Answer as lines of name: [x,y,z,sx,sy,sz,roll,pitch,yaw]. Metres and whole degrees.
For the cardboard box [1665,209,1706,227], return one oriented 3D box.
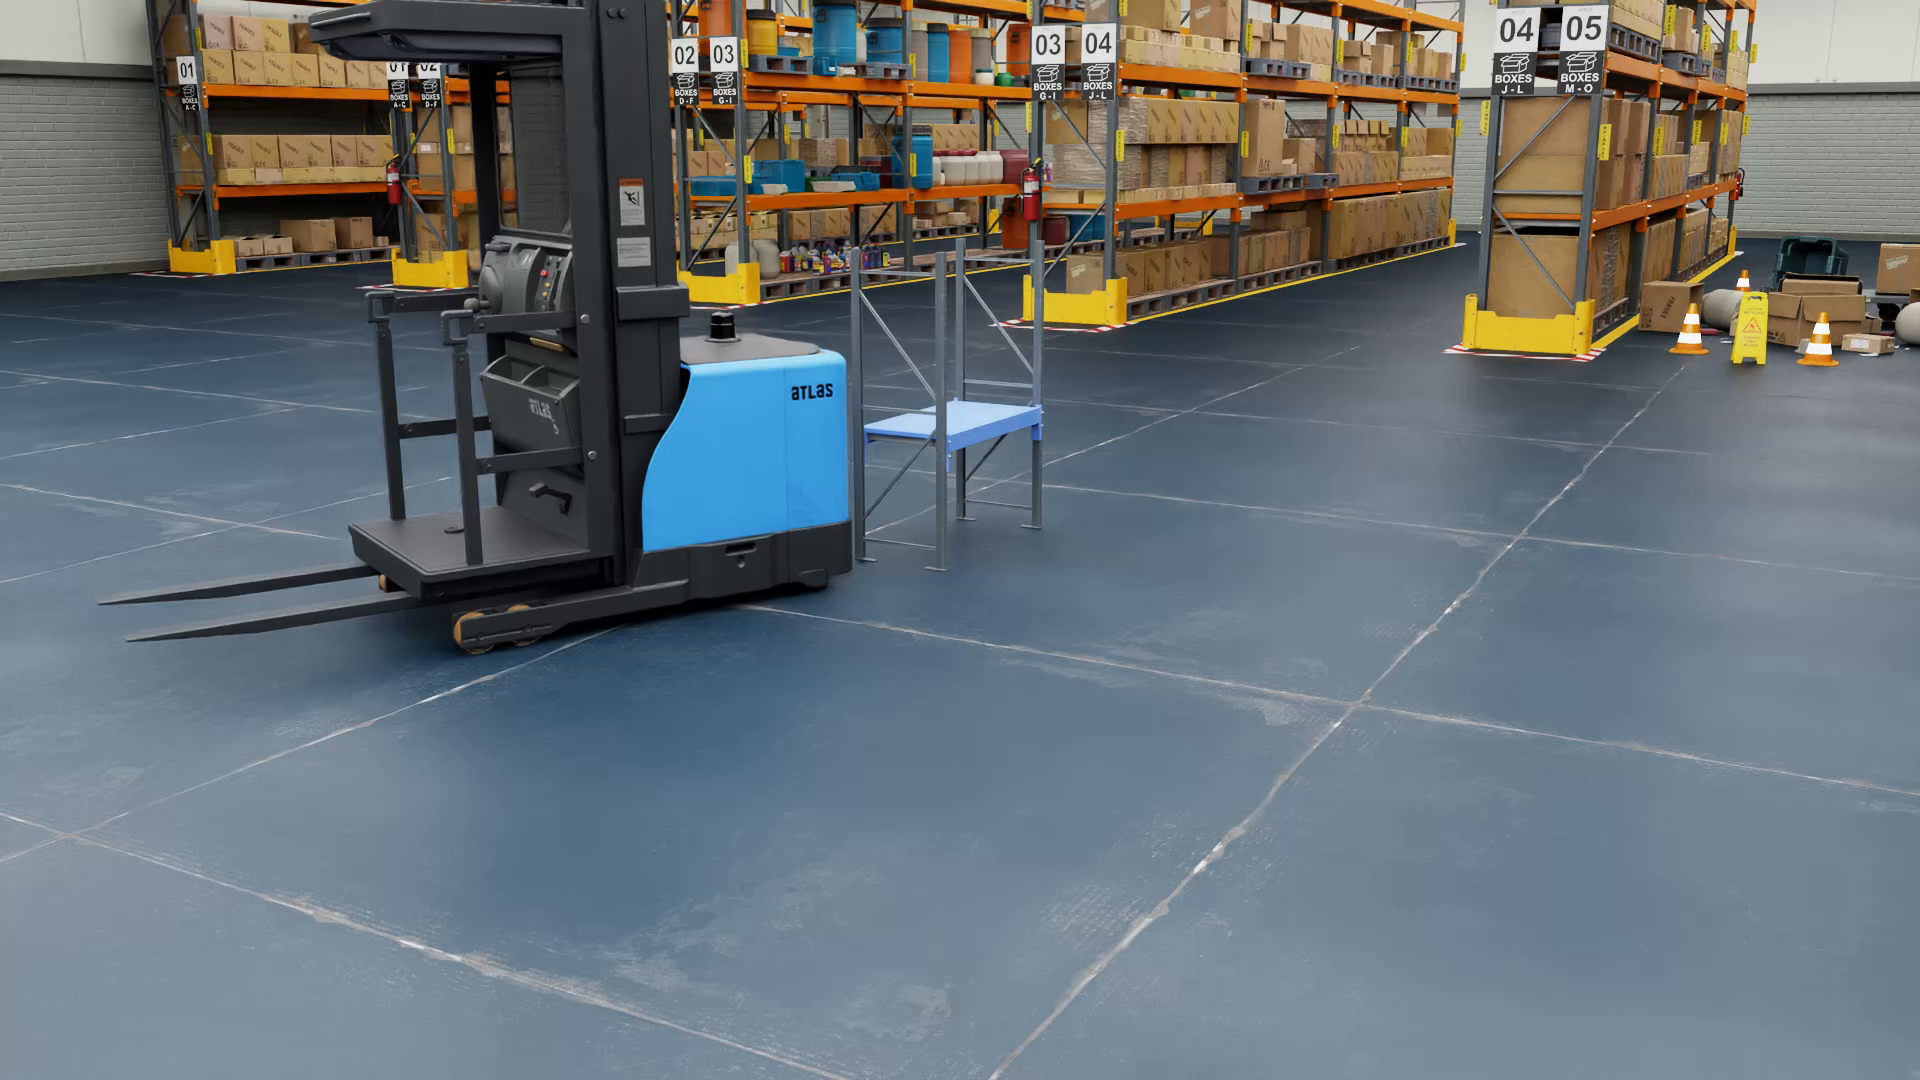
cardboard box: [10.948,-4.859,25.124,0.500,0.250,0.500,8,16,31]

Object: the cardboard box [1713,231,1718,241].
cardboard box: [12.397,-5.061,27.679,0.380,0.149,0.250,7,15,28]

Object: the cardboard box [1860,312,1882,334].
cardboard box: [9.589,-2.356,17.740,0.258,0.266,0.396,-3,14,-11]

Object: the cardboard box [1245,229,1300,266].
cardboard box: [4.557,-4.296,24.349,0.700,0.500,0.500,6,15,23]

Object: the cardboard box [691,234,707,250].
cardboard box: [-4.575,-4.989,27.796,0.500,0.250,0.500,7,15,26]

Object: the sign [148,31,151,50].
sign: [-12.231,-7.551,25.163,0.100,0.325,0.005,7,15,28]

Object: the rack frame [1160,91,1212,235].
rack frame: [4.652,-7.755,34.301,1.000,3.000,0.127,7,15,28]

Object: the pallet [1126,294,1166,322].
pallet: [1.714,-2.734,19.423,1.003,0.211,1.213,7,15,28]

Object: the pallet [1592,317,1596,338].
pallet: [5.864,-2.146,16.984,1.003,0.211,1.213,7,15,28]

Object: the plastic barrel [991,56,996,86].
plastic barrel: [0.366,-7.597,27.008,0.421,0.512,0.421,0,14,0]

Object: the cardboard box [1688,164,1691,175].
cardboard box: [10.196,-5.287,23.703,0.380,0.149,0.250,8,16,31]

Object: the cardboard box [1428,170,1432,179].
cardboard box: [8.365,-6.648,30.244,0.380,0.149,0.250,8,16,29]

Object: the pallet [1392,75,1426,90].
pallet: [7.459,-7.955,28.919,1.003,0.211,1.213,7,15,28]

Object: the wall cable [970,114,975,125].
wall cable: [-0.973,-11.404,43.263,3.097,2.526,0.112,7,15,28]

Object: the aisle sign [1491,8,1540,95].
aisle sign: [5.249,-4.612,15.716,0.394,0.787,0.004,7,15,28]

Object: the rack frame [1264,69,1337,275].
rack frame: [5.121,-5.553,25.165,1.000,3.000,0.127,7,15,28]

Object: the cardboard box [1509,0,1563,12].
cardboard box: [5.538,-5.243,16.058,0.500,0.250,0.500,8,16,29]

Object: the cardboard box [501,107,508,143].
cardboard box: [-6.905,-5.927,23.739,0.700,0.500,0.500,7,15,27]

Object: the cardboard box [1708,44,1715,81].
cardboard box: [10.395,-6.770,23.603,0.500,0.500,0.500,7,15,28]

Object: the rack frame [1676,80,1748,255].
rack frame: [13.281,-6.611,29.556,1.000,3.000,0.127,7,15,28]

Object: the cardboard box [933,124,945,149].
cardboard box: [-0.644,-8.307,34.244,0.500,0.500,0.500,7,15,26]

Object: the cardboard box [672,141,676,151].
cardboard box: [-6.194,-8.031,34.554,0.500,0.500,0.500,8,15,28]

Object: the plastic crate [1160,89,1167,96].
plastic crate: [3.870,-8.633,32.105,0.437,0.136,0.530,7,15,28]

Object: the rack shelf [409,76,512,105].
rack shelf: [-6.450,-6.553,24.451,1.077,0.370,4.000,7,15,28]

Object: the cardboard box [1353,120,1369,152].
cardboard box: [6.124,-6.509,26.778,0.797,0.503,0.637,8,16,30]

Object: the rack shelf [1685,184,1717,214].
rack shelf: [10.380,-5.031,24.535,1.077,0.370,4.000,7,15,28]

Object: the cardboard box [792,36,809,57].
cardboard box: [-3.087,-8.862,30.146,0.500,0.500,0.500,7,15,28]

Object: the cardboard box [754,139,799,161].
cardboard box: [-3.344,-7.070,30.352,0.700,0.500,0.500,2,14,9]

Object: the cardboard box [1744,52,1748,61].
cardboard box: [13.377,-8.332,28.696,0.380,0.149,0.250,7,15,28]

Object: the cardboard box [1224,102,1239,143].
cardboard box: [3.210,-5.288,21.085,0.500,0.500,0.500,7,15,28]

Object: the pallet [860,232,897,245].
pallet: [-1.976,-5.970,32.845,1.003,0.211,1.213,7,15,28]

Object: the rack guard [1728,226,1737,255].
rack guard: [13.244,-5.380,29.785,1.175,0.500,0.348,7,15,28]

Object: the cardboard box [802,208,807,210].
cardboard box: [-3.052,-5.999,31.412,0.500,0.500,0.500,7,15,26]

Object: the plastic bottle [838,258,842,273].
plastic bottle: [-1.671,-3.774,22.819,0.097,0.201,0.097,0,14,0]

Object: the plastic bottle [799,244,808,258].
plastic bottle: [-2.199,-3.975,23.333,0.144,0.351,0.185,7,15,28]

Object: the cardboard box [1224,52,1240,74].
cardboard box: [3.195,-5.994,20.917,0.500,0.250,0.500,8,16,30]

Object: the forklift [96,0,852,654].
forklift: [-1.994,-1.109,6.882,3.031,2.935,1.130,-9,16,-34]

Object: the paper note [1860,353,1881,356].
paper note: [8.643,-1.765,15.788,0.148,0.019,0.142,2,14,9]

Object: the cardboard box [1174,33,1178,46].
cardboard box: [2.327,-5.840,19.427,0.380,0.149,0.250,7,15,27]

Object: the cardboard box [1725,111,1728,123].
cardboard box: [12.016,-6.643,26.706,0.500,0.500,0.500,7,15,26]

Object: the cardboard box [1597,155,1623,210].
cardboard box: [6.313,-3.699,17.156,0.875,0.550,0.550,7,15,28]

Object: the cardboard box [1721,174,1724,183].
cardboard box: [12.365,-5.965,27.413,0.380,0.149,0.250,8,16,30]

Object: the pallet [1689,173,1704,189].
pallet: [10.335,-5.287,24.475,1.003,0.211,1.213,7,15,28]

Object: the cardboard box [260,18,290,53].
cardboard box: [-10.832,-7.853,25.916,0.500,0.500,0.500,8,16,30]

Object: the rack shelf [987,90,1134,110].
rack shelf: [1.752,-7.633,28.928,1.077,0.370,4.000,7,15,28]

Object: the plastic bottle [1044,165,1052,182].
plastic bottle: [1.501,-6.201,28.118,0.152,0.276,0.135,7,15,28]

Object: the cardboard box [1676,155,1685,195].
cardboard box: [9.189,-4.794,21.803,0.500,0.500,0.500,7,15,28]

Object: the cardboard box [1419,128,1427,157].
cardboard box: [8.002,-7.086,29.612,0.500,0.500,0.500,7,15,26]

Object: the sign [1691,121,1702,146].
sign: [9.901,-5.471,22.355,0.100,0.325,0.005,7,15,28]

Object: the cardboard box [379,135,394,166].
cardboard box: [-9.779,-6.585,28.124,0.500,0.500,0.500,7,15,28]

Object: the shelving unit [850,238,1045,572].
shelving unit: [-0.041,-0.712,8.285,0.538,1.500,1.048,7,15,28]

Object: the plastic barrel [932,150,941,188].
plastic barrel: [-0.494,-5.531,24.784,0.433,0.535,0.433,0,14,0]

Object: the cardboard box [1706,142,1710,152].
cardboard box: [11.324,-6.057,25.629,0.380,0.149,0.250,8,16,31]

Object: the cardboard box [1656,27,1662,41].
cardboard box: [7.584,-5.627,18.501,0.380,0.149,0.250,7,15,28]
